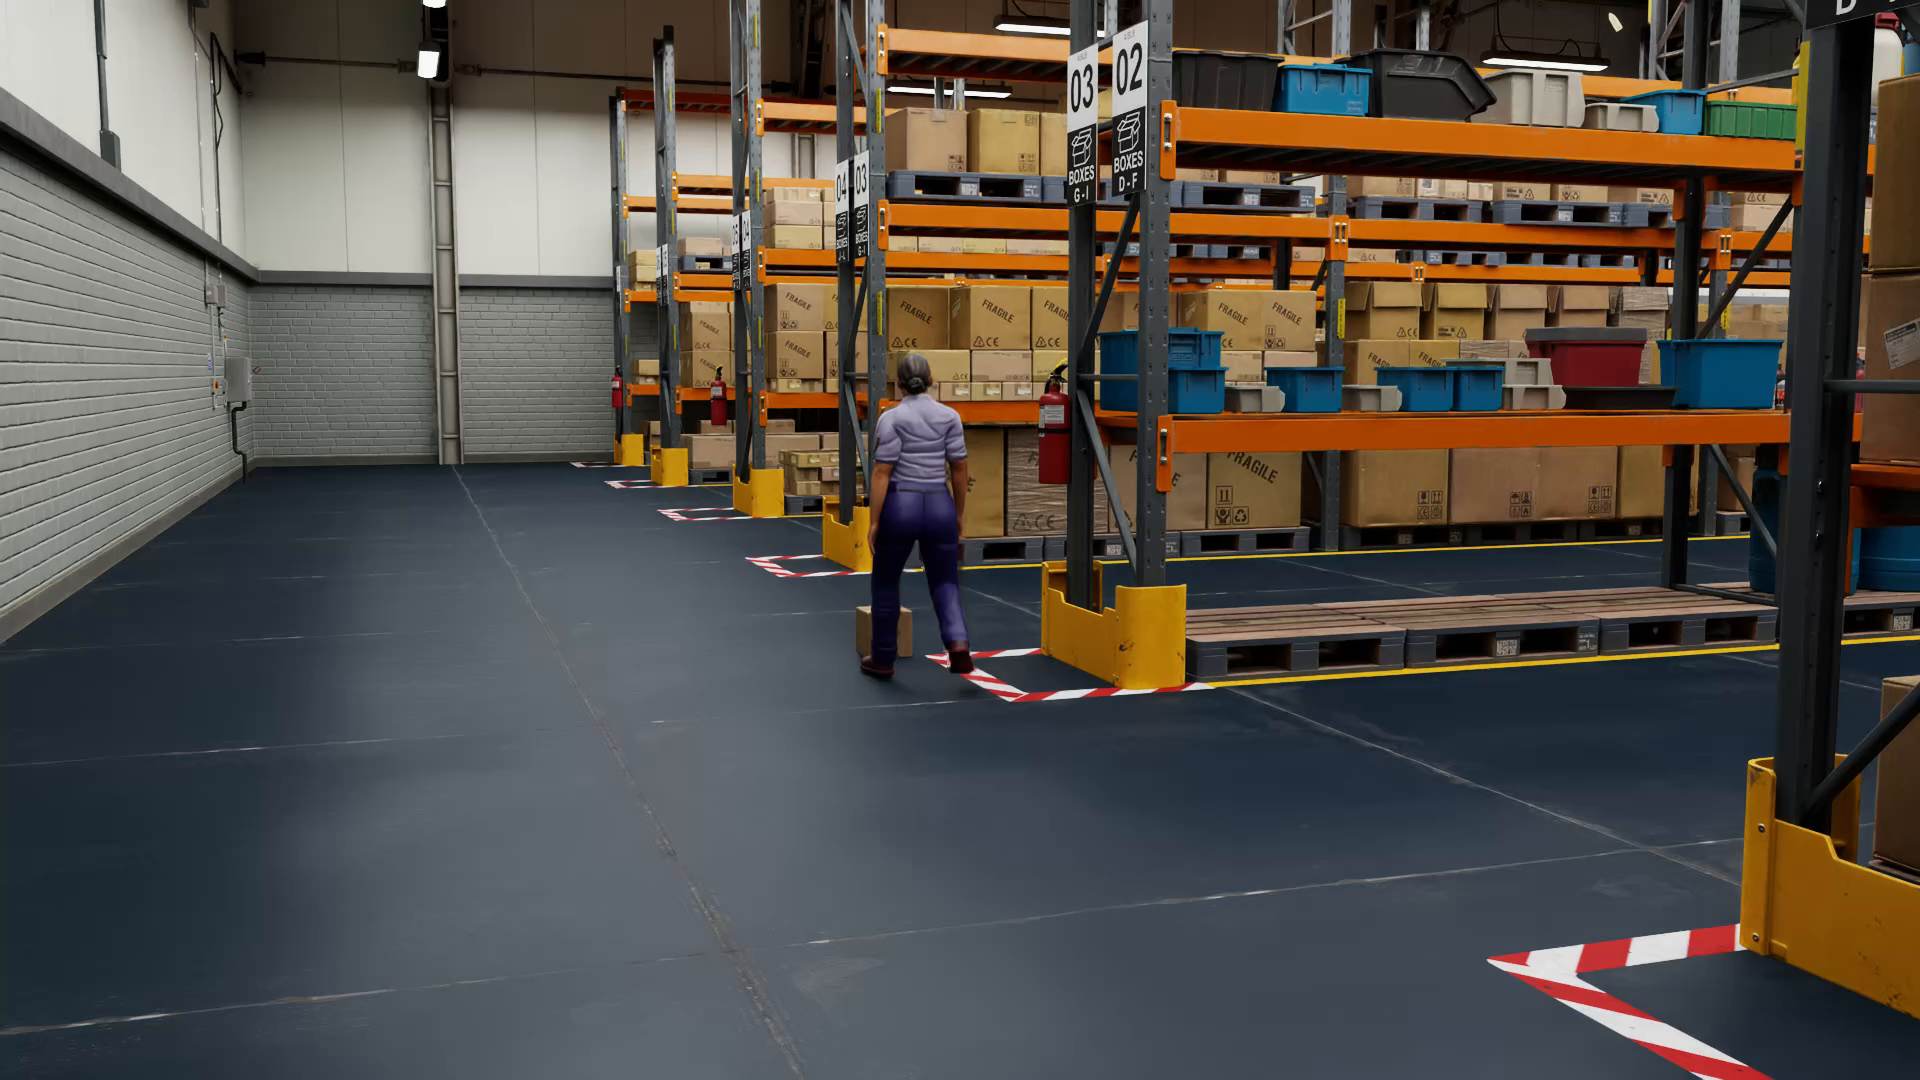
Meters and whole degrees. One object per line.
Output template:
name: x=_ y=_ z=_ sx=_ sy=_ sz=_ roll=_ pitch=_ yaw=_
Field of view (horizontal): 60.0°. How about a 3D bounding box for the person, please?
person: x=-0.219 y=-0.105 z=8.226 sx=0.524 sy=1.601 sz=0.818 roll=-2 pitch=6 yaw=-20
